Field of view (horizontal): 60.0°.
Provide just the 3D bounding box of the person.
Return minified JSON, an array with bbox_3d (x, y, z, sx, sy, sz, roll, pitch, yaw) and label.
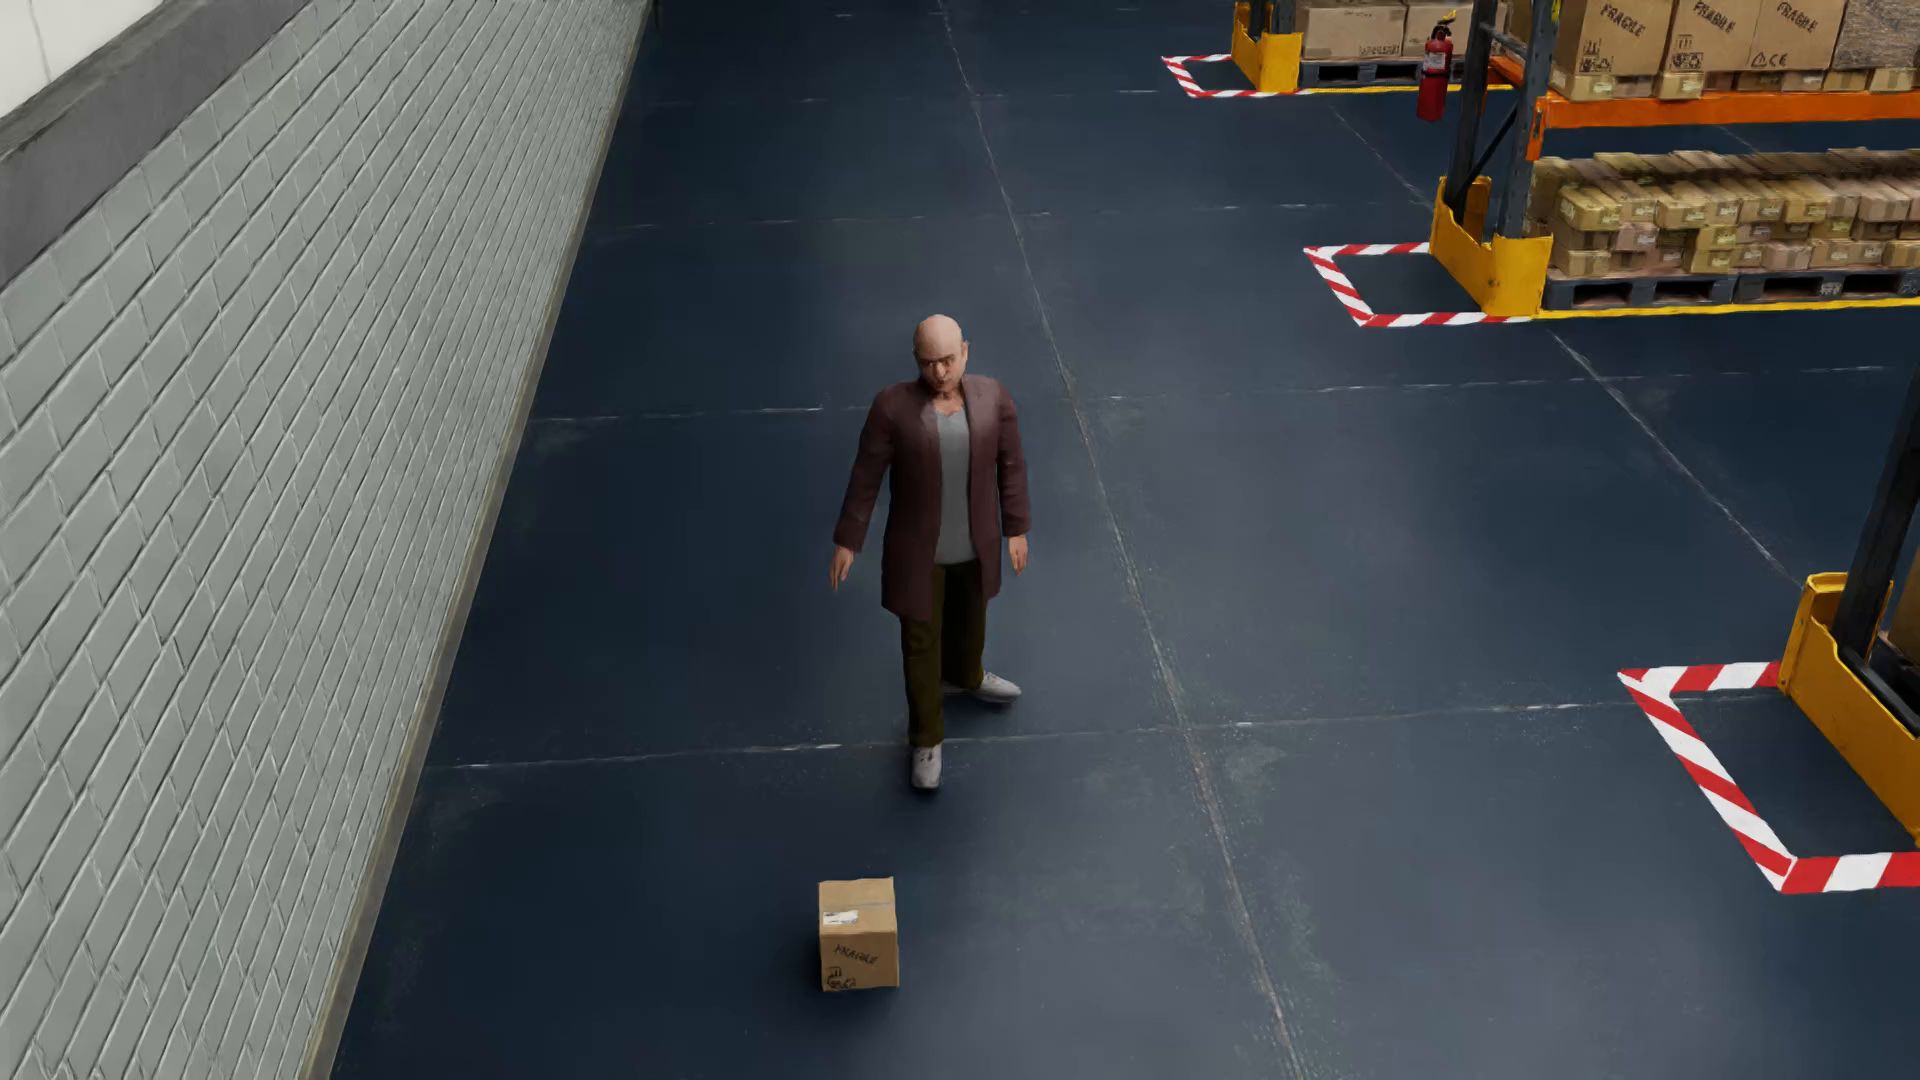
[{"bbox_3d":[-0.090,0.019,6.102,0.791,1.774,0.697,-10,32,-16],"label":"person"}]
